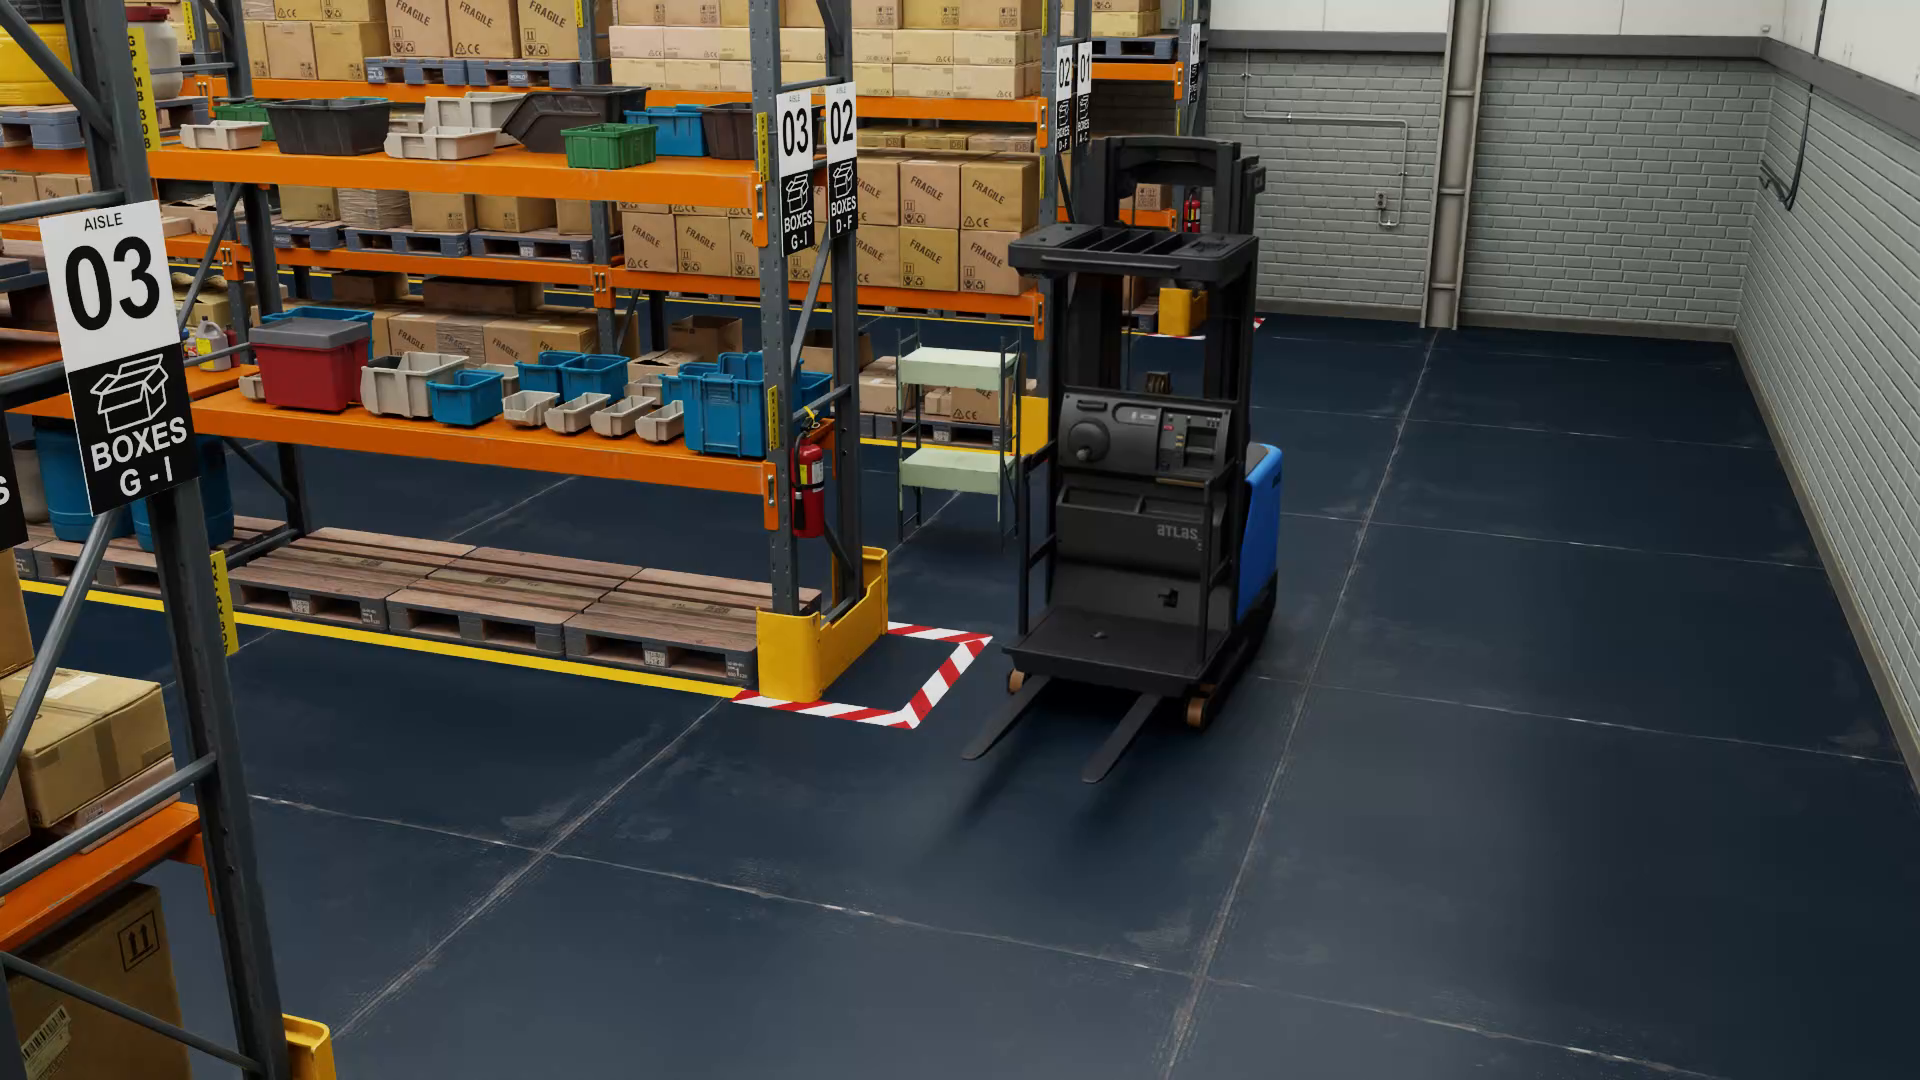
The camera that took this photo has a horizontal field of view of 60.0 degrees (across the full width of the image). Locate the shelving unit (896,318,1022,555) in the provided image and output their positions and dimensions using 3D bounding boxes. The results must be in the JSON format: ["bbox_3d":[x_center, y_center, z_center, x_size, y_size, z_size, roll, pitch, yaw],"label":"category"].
[{"bbox_3d":[-0.006,-0.709,11.331,0.755,1.500,0.431,7,20,18],"label":"shelving unit"}]

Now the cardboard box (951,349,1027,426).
[{"bbox_3d":[0.239,-1.271,13.796,0.500,0.500,0.500,7,20,18],"label":"cardboard box"}]

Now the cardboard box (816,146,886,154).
[{"bbox_3d":[-0.946,-3.075,14.171,0.500,0.500,0.500,6,20,18],"label":"cardboard box"}]

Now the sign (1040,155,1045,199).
[{"bbox_3d":[0.633,-2.788,12.777,0.005,0.325,0.100,7,20,18],"label":"sign"}]

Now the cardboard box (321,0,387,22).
[{"bbox_3d":[-5.350,-4.903,14.856,0.500,0.500,0.500,7,20,18],"label":"cardboard box"}]

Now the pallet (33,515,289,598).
[{"bbox_3d":[-5.289,0.066,11.066,1.213,0.211,1.003,7,20,18],"label":"pallet"}]

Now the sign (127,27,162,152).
[{"bbox_3d":[-2.233,-1.221,4.516,0.005,0.325,0.100,7,20,18],"label":"sign"}]

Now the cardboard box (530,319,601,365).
[{"bbox_3d":[-3.505,-1.686,14.984,0.500,0.500,0.500,6,20,18],"label":"cardboard box"}]

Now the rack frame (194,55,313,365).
[{"bbox_3d":[-6.723,-3.126,15.987,0.127,3.000,1.000,7,20,18],"label":"rack frame"}]

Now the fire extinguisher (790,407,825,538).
[{"bbox_3d":[-0.802,-0.352,8.713,0.183,0.674,0.296,7,20,18],"label":"fire extinguisher"}]

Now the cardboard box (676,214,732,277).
[{"bbox_3d":[-2.068,-2.547,14.174,0.500,0.500,0.500,7,20,19],"label":"cardboard box"}]

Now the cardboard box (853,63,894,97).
[{"bbox_3d":[-0.683,-3.688,13.271,0.500,0.250,0.500,7,20,18],"label":"cardboard box"}]

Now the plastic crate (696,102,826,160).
[{"bbox_3d":[-1.067,-2.205,8.987,0.590,0.269,0.497,7,20,18],"label":"plastic crate"}]

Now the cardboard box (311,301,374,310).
[{"bbox_3d":[-5.891,-1.961,15.773,0.500,0.500,0.500,6,20,16],"label":"cardboard box"}]

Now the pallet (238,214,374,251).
[{"bbox_3d":[-6.060,-2.984,15.871,1.003,0.211,1.213,7,20,18],"label":"pallet"}]

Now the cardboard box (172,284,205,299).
[{"bbox_3d":[-7.792,-2.325,16.376,0.500,0.311,0.500,6,20,17],"label":"cardboard box"}]

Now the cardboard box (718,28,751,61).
[{"bbox_3d":[-1.625,-4.035,13.505,0.500,0.250,0.500,7,20,18],"label":"cardboard box"}]

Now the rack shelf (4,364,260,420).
[{"bbox_3d":[-6.463,-1.031,11.069,4.000,0.370,1.077,7,20,18],"label":"rack shelf"}]

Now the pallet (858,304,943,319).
[{"bbox_3d":[-0.630,-2.811,19.321,1.213,0.211,1.003,7,20,18],"label":"pallet"}]

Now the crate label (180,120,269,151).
[{"bbox_3d":[-4.206,-2.304,9.471,0.466,0.136,0.293,7,20,18],"label":"crate label"}]

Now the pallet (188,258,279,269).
[{"bbox_3d":[-9.526,-3.844,22.282,1.213,0.211,1.003,7,20,18],"label":"pallet"}]

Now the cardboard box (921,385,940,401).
[{"bbox_3d":[-0.059,-1.372,14.465,0.500,0.250,0.500,7,20,18],"label":"cardboard box"}]

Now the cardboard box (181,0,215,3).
[{"bbox_3d":[-9.442,-7.014,20.882,0.500,0.500,0.500,5,20,13],"label":"cardboard box"}]

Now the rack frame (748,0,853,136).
[{"bbox_3d":[-0.795,-3.555,8.104,0.127,3.000,1.000,7,20,18],"label":"rack frame"}]

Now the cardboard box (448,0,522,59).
[{"bbox_3d":[-4.035,-4.546,14.561,0.600,0.600,0.600,6,20,17],"label":"cardboard box"}]

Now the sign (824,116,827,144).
[{"bbox_3d":[-1.491,-4.574,18.503,0.005,0.325,0.100,7,20,18],"label":"sign"}]

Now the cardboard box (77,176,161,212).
[{"bbox_3d":[-8.314,-3.349,16.476,0.500,0.500,0.500,5,20,15],"label":"cardboard box"}]

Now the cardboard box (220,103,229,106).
[{"bbox_3d":[-9.428,-5.346,21.415,0.500,0.500,0.500,6,20,18],"label":"cardboard box"}]

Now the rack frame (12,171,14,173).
[{"bbox_3d":[-12.658,-5.531,22.886,0.127,3.000,1.000,7,20,18],"label":"rack frame"}]

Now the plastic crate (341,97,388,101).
[{"bbox_3d":[-3.609,-2.493,9.867,0.300,0.233,0.416,7,20,18],"label":"plastic crate"}]

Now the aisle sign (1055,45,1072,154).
[{"bbox_3d":[0.798,-3.387,12.786,0.004,0.787,0.394,7,20,18],"label":"aisle sign"}]

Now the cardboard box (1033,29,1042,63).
[{"bbox_3d":[0.434,-3.980,13.348,0.500,0.250,0.500,7,20,18],"label":"cardboard box"}]

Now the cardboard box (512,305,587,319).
[{"bbox_3d":[-3.829,-1.904,15.609,0.500,0.500,0.500,7,20,19],"label":"cardboard box"}]

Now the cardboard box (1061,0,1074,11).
[{"bbox_3d":[1.206,-5.799,17.398,0.500,0.500,0.500,7,20,20],"label":"cardboard box"}]

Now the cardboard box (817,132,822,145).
[{"bbox_3d":[-1.841,-4.403,19.017,0.500,0.500,0.500,6,20,17],"label":"cardboard box"}]

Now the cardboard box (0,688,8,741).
[{"bbox_3d":[-2.967,0.423,4.442,0.500,0.500,0.500,7,20,19],"label":"cardboard box"}]

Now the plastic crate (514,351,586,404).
[{"bbox_3d":[-2.448,-0.975,9.980,0.300,0.233,0.416,7,20,18],"label":"plastic crate"}]

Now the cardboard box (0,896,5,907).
[{"bbox_3d":[-2.865,1.000,4.531,0.250,0.149,0.380,7,20,19],"label":"cardboard box"}]

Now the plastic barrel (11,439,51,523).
[{"bbox_3d":[-6.255,-0.407,11.329,0.421,0.512,0.421,0,19,0],"label":"plastic barrel"}]

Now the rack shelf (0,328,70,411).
[{"bbox_3d":[-4.310,-0.475,4.917,4.000,0.370,1.077,7,20,18],"label":"rack shelf"}]

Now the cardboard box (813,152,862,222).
[{"bbox_3d":[-1.131,-2.908,13.691,0.500,0.500,0.500,7,20,20],"label":"cardboard box"}]

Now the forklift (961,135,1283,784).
[{"bbox_3d":[0.901,-0.552,8.706,1.130,2.935,3.031,8,21,22],"label":"forklift"}]

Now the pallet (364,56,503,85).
[{"bbox_3d":[-4.518,-4.225,14.868,1.003,0.211,1.213,7,20,18],"label":"pallet"}]

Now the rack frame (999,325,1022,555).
[{"bbox_3d":[0.339,-0.669,11.218,0.023,1.500,0.400,7,20,18],"label":"rack frame"}]

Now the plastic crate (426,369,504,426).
[{"bbox_3d":[-2.819,-0.814,9.516,0.300,0.233,0.416,7,20,18],"label":"plastic crate"}]

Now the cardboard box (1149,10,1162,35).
[{"bbox_3d":[1.847,-5.549,17.818,0.500,0.250,0.500,8,21,21],"label":"cardboard box"}]

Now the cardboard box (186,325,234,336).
[{"bbox_3d":[-7.300,-2.007,16.316,0.500,0.250,0.500,7,20,19],"label":"cardboard box"}]

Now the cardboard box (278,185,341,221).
[{"bbox_3d":[-6.091,-3.339,15.807,0.500,0.500,0.700,0,19,0],"label":"cardboard box"}]

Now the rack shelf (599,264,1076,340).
[{"bbox_3d":[-1.055,-2.138,14.246,4.000,0.370,1.077,7,20,18],"label":"rack shelf"}]

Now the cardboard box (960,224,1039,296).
[{"bbox_3d":[0.321,-2.273,13.388,0.500,0.500,0.500,7,20,20],"label":"cardboard box"}]

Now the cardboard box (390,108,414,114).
[{"bbox_3d":[-7.252,-5.164,21.014,0.500,0.500,0.700,10,21,26],"label":"cardboard box"}]

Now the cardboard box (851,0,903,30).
[{"bbox_3d":[-0.609,-4.349,13.268,0.500,0.500,0.700,7,20,18],"label":"cardboard box"}]

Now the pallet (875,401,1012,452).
[{"bbox_3d":[0.009,-1.039,14.237,1.213,0.211,1.003,7,20,18],"label":"pallet"}]

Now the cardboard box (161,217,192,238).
[{"bbox_3d":[-7.663,-3.019,16.061,0.250,0.149,0.380,7,20,18],"label":"cardboard box"}]

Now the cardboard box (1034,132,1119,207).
[{"bbox_3d":[1.280,-4.071,18.243,0.700,0.700,0.980,6,20,18],"label":"cardboard box"}]
